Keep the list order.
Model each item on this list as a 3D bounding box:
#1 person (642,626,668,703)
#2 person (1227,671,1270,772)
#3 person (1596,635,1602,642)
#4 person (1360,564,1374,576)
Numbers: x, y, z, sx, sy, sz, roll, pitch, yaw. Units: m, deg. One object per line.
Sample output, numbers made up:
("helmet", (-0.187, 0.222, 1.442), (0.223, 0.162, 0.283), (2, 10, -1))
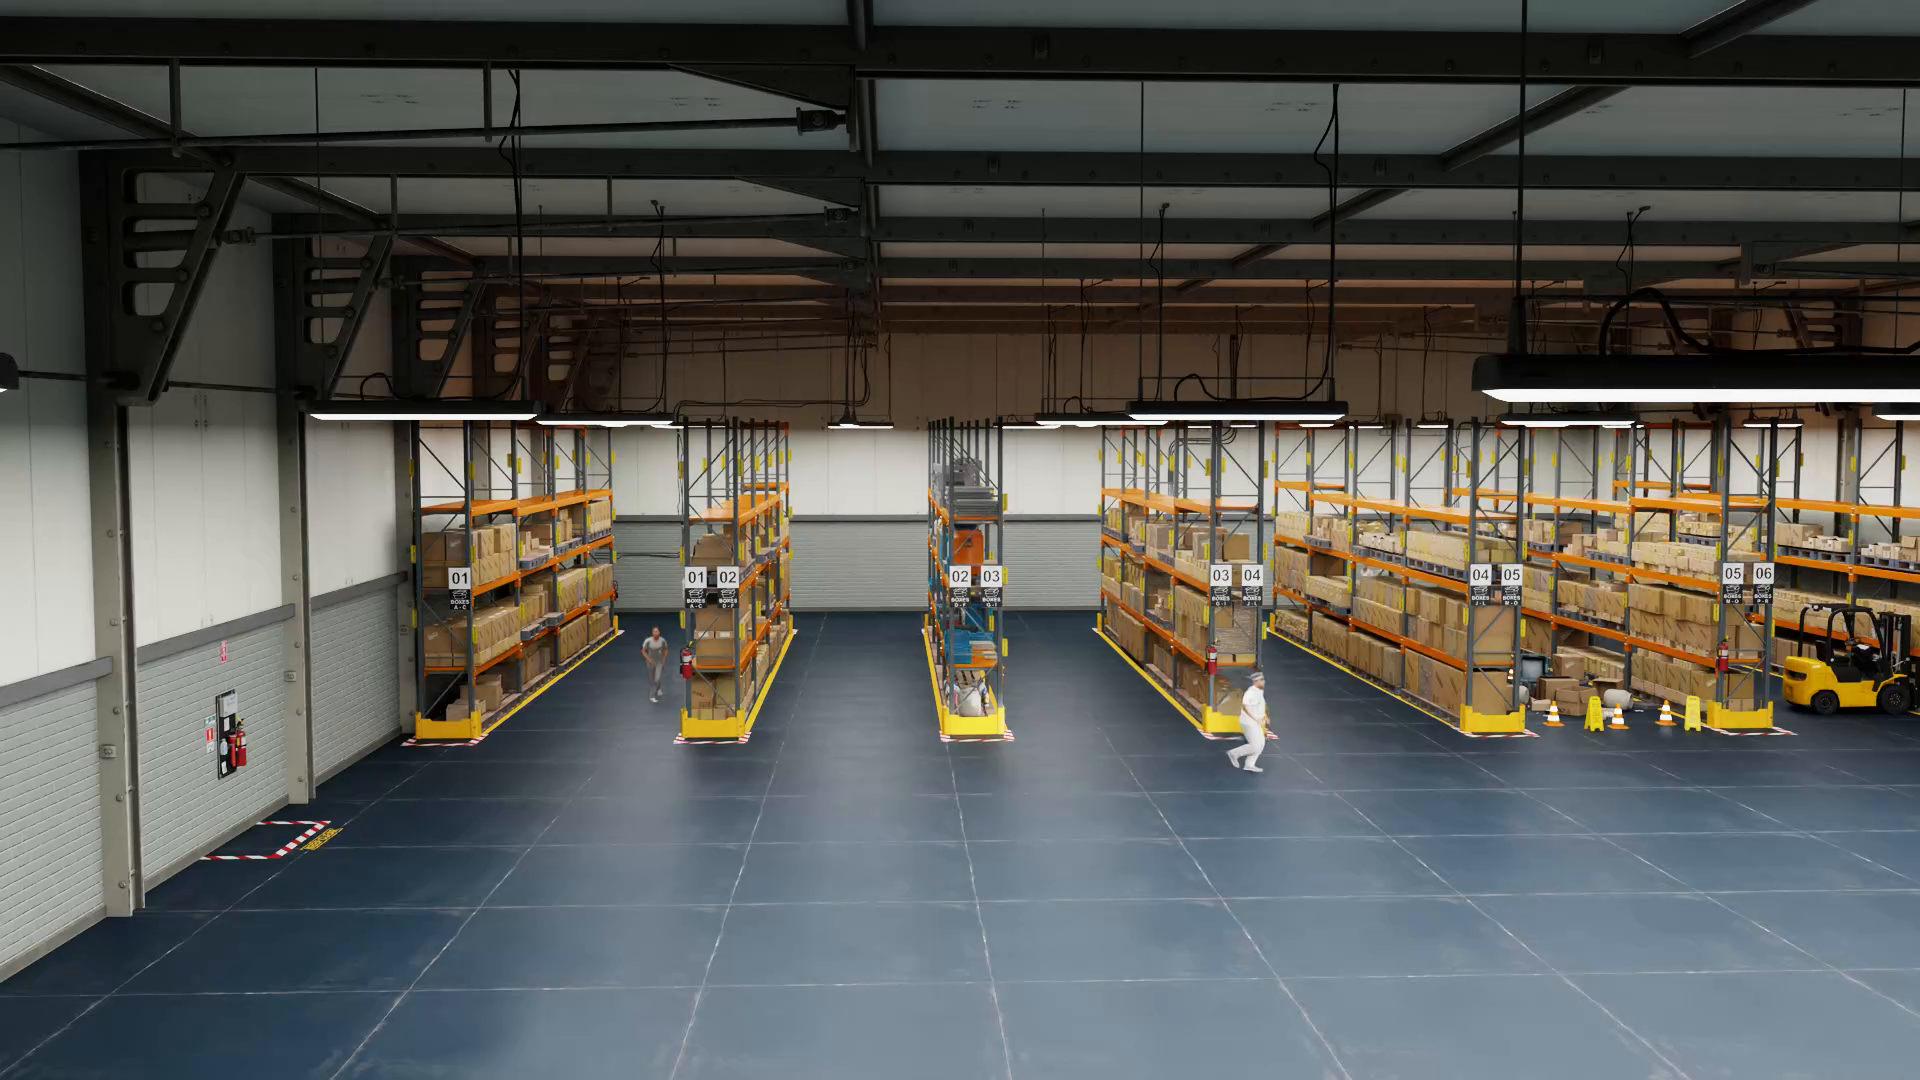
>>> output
("person", (-6.481, 2.620, 35.364), (0.549, 1.623, 0.629), (-1, 4, -10))
("person", (4.848, 3.051, 27.982), (0.650, 1.712, 0.664), (2, 4, 23))
("person", (16.905, 2.001, 44.587), (0.573, 1.647, 0.850), (-1, 4, -17))
("person", (12.473, 1.518, 50.999), (0.798, 1.784, 0.569), (-3, 5, -35))
